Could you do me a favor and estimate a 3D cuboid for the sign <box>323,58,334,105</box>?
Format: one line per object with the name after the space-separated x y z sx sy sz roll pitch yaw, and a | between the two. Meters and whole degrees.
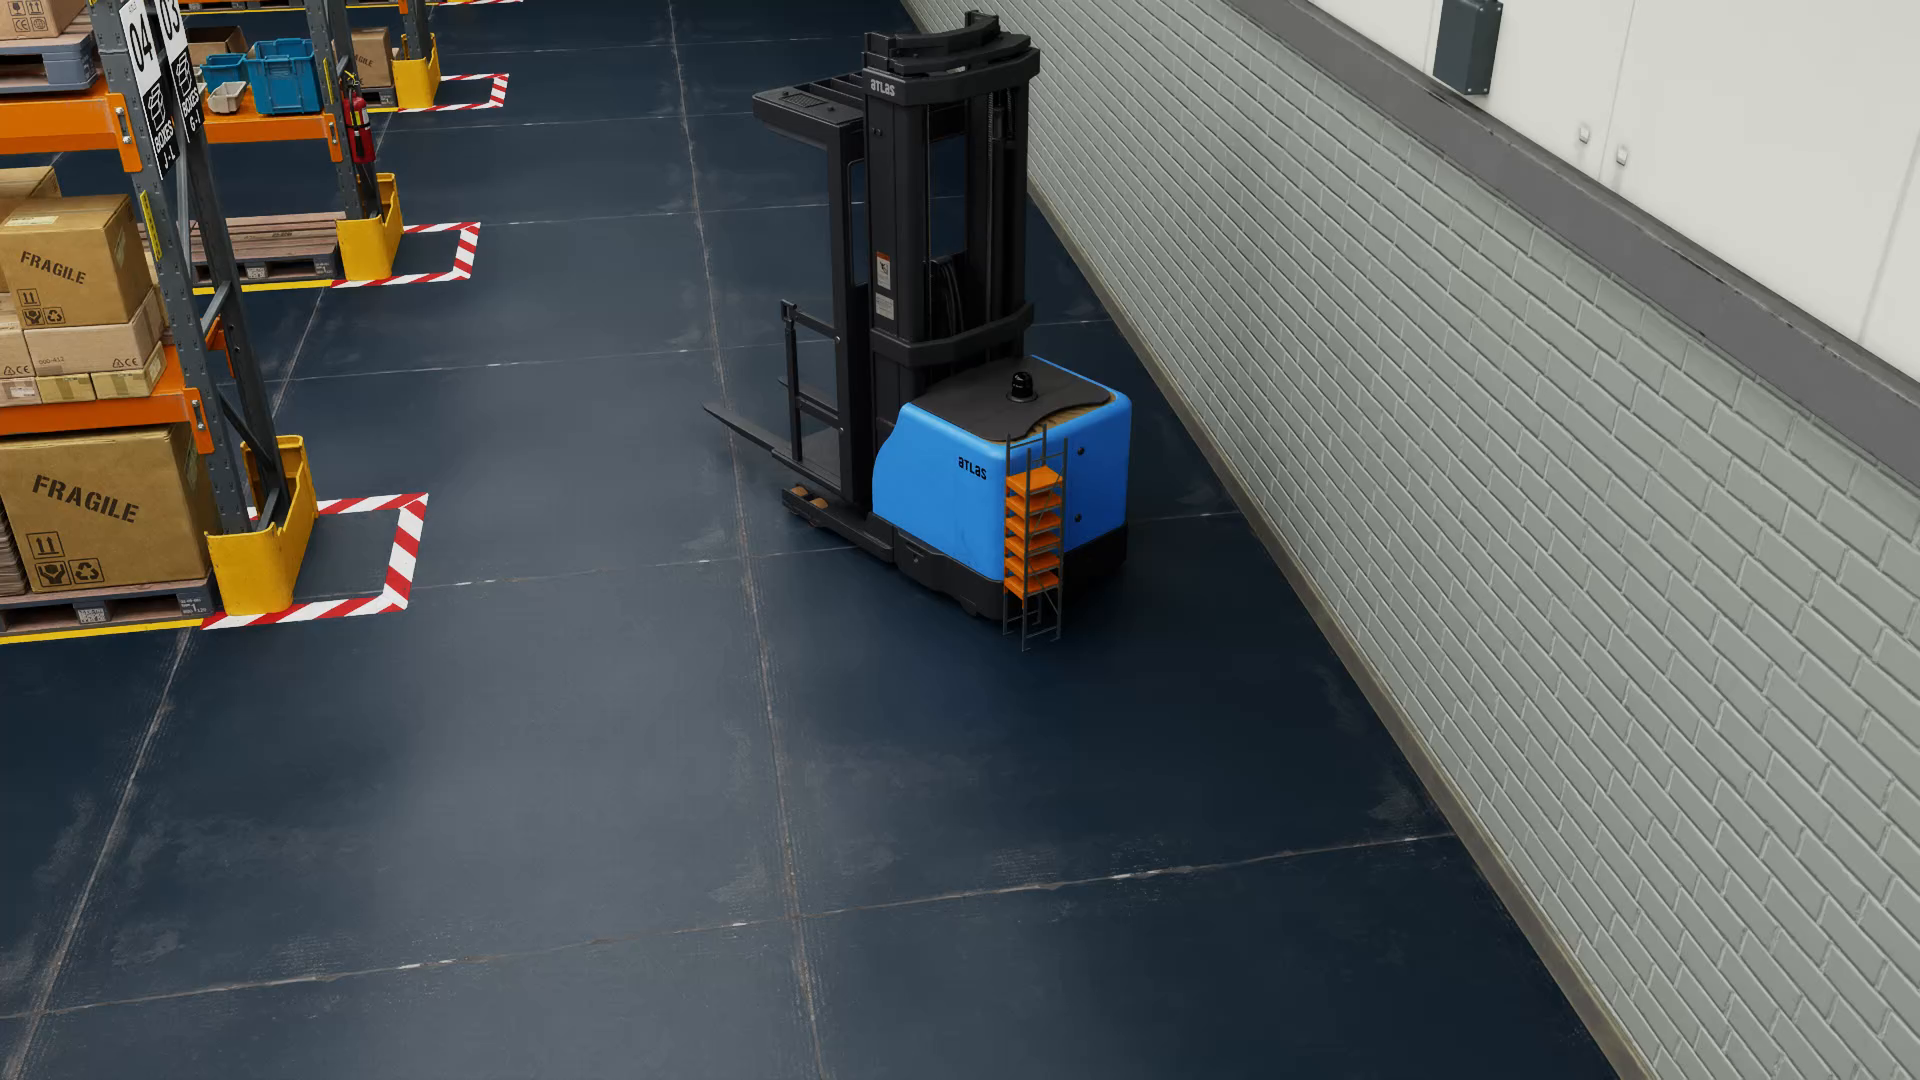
-4.739 -3.444 12.487 0.005 0.325 0.100 -5 31 -9 | sign

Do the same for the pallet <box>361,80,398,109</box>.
-6.602 -4.834 17.763 1.213 0.211 1.003 -5 31 -9 | pallet

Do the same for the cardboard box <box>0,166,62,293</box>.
-4.975 -1.609 8.642 0.500 0.500 0.500 -6 31 -10 | cardboard box

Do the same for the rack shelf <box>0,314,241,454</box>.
-5.930 -0.684 8.664 4.000 0.370 1.077 -5 31 -9 | rack shelf

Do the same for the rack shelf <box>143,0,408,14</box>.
-7.710 -5.624 17.065 4.000 0.370 1.077 -5 31 -9 | rack shelf

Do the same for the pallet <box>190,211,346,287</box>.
-5.673 -2.388 13.604 1.213 0.211 1.003 -5 31 -9 | pallet

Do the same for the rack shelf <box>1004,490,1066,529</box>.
0.383 -0.169 8.469 0.258 0.103 0.180 -17 35 -27 | rack shelf

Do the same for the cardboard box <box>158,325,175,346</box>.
-4.371 -1.201 9.081 0.250 0.149 0.380 -5 31 -8 | cardboard box

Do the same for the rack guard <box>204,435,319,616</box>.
-3.939 -0.102 9.430 0.348 0.500 1.175 -5 31 -9 | rack guard

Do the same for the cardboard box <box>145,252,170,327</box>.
-4.483 -1.331 8.909 0.500 0.250 0.500 -6 31 -10 | cardboard box

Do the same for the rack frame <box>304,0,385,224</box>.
-4.855 -3.646 12.992 0.127 3.000 1.000 -5 31 -9 | rack frame

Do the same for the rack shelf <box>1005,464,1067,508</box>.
0.383 -0.273 8.408 0.258 0.103 0.180 -17 35 -27 | rack shelf

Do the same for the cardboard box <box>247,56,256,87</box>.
-7.173 -4.877 17.363 0.500 0.250 0.500 -5 31 -9 | cardboard box

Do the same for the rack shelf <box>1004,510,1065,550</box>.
0.383 -0.066 8.530 0.258 0.103 0.180 -17 35 -27 | rack shelf

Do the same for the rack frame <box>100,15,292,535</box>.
-3.962 -1.177 8.792 0.127 3.000 1.000 -5 31 -9 | rack frame

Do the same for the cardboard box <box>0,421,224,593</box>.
-4.578 -0.344 9.057 0.875 0.875 0.875 -5 31 -9 | cardboard box

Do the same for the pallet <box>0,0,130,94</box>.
-4.690 -2.359 7.930 1.213 0.211 1.003 -5 31 -9 | pallet

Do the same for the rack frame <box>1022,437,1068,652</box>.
0.431 0.039 8.501 0.240 1.200 0.006 -17 35 -27 | rack frame

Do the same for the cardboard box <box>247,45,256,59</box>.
-7.313 -5.121 17.779 0.500 0.250 0.500 -5 31 -9 | cardboard box

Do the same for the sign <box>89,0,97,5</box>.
-3.878 -2.546 7.365 0.005 0.325 0.100 -5 31 -9 | sign

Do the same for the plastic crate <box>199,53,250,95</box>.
-5.804 -3.682 13.158 0.300 0.233 0.416 -5 31 -9 | plastic crate

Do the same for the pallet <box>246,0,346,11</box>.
-8.609 -7.162 21.722 1.213 0.211 1.003 -5 31 -9 | pallet

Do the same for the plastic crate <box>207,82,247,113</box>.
-5.624 -3.394 12.764 0.243 0.136 0.396 -5 31 -9 | plastic crate

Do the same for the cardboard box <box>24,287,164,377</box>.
-4.391 -1.064 8.455 0.500 0.250 0.500 -6 31 -10 | cardboard box

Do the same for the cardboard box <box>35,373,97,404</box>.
-4.509 -0.847 8.480 0.250 0.149 0.380 -5 31 -8 | cardboard box

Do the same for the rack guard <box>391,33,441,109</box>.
-5.818 -5.032 17.815 0.348 0.500 1.175 -5 31 -9 | rack guard

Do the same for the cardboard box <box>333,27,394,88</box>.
-6.233 -5.056 17.422 0.500 0.500 0.500 -5 31 -9 | cardboard box

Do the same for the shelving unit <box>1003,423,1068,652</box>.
0.383 -0.001 8.568 0.258 1.200 0.189 -17 35 -27 | shelving unit

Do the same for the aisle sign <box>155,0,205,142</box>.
-3.946 -2.454 8.399 0.004 0.787 0.394 -5 31 -9 | aisle sign

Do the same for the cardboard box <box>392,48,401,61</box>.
-6.217 -5.210 18.030 0.250 0.149 0.380 -5 31 -9 | cardboard box

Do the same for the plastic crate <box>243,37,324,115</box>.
-5.150 -3.564 12.758 0.499 0.435 0.616 -5 31 -9 | plastic crate

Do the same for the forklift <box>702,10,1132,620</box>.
-0.418 -1.497 9.405 1.130 2.935 3.031 -25 38 -35 | forklift
